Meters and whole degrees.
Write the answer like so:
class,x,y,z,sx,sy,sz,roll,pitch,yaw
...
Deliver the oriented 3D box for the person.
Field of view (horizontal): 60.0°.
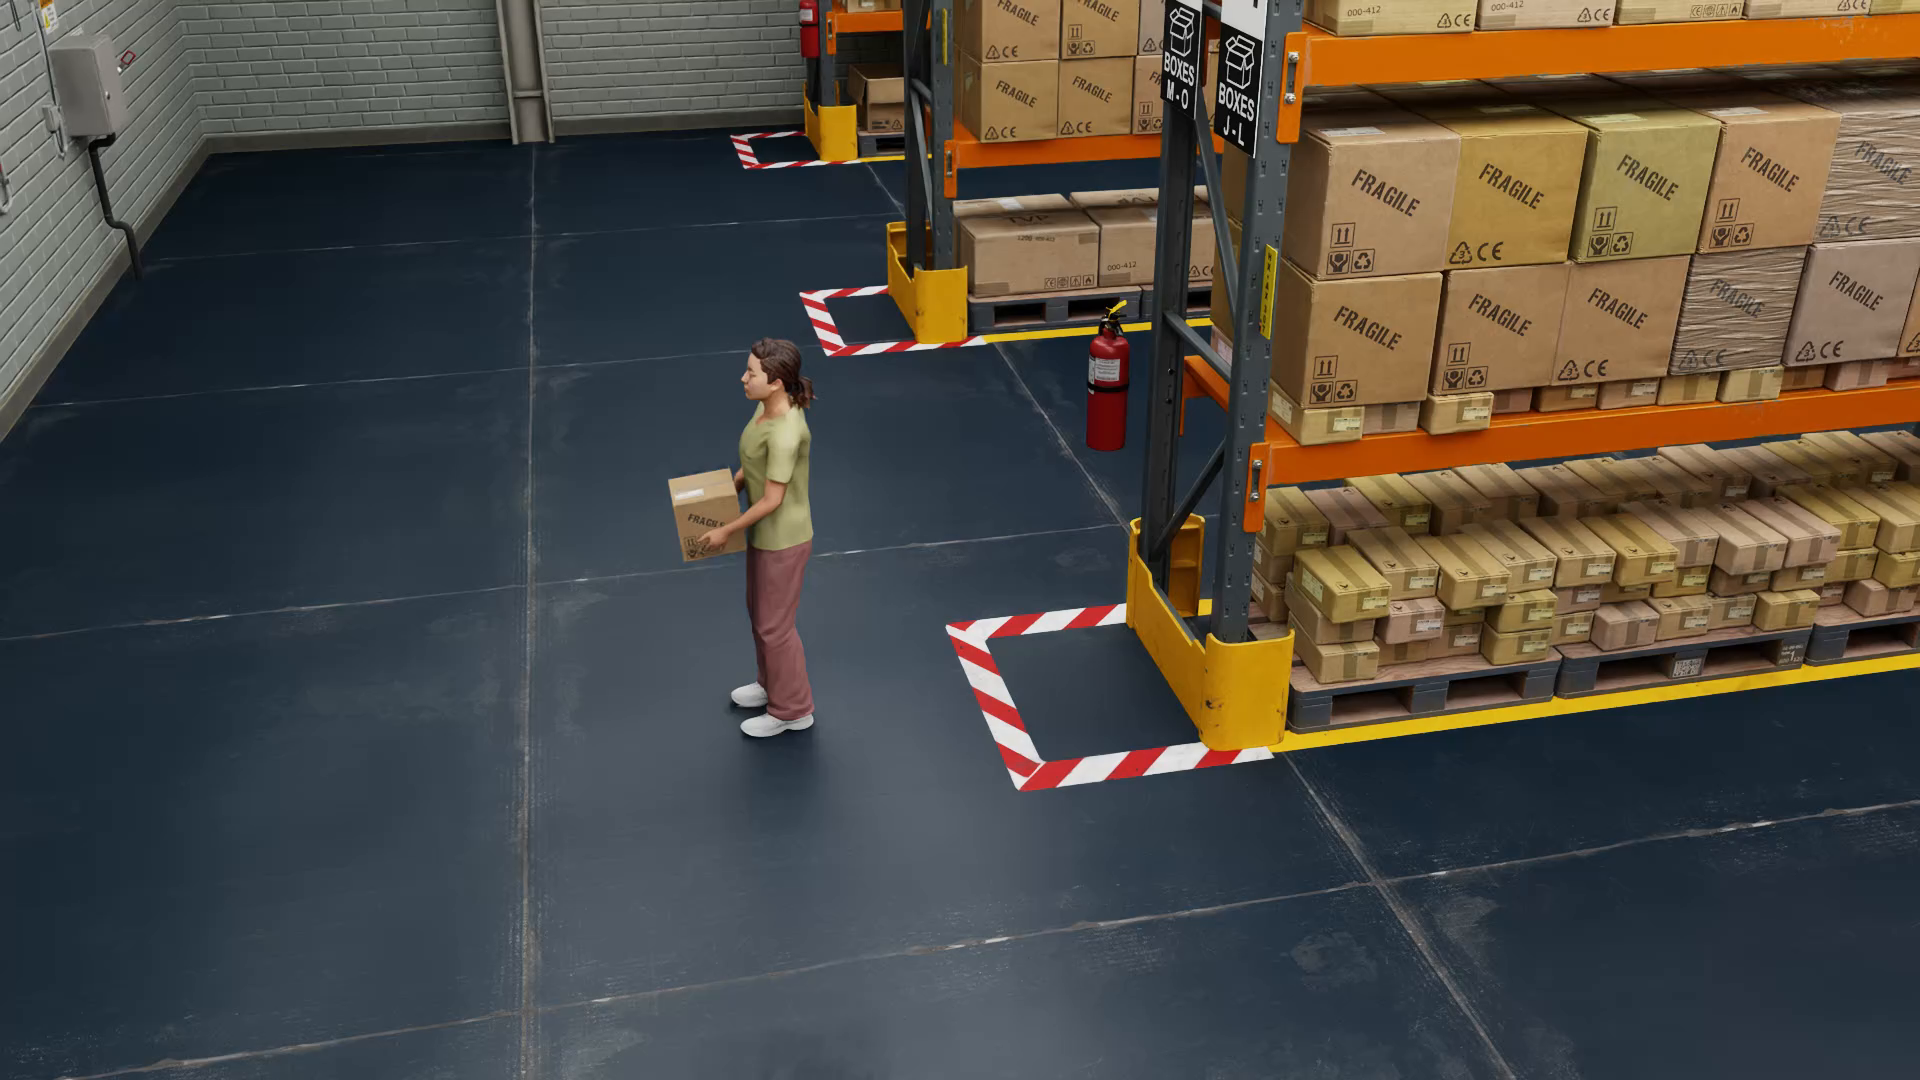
class,x,y,z,sx,sy,sz,roll,pitch,yaw
person,-0.796,-0.003,6.622,0.511,1.673,0.456,-6,27,-12
